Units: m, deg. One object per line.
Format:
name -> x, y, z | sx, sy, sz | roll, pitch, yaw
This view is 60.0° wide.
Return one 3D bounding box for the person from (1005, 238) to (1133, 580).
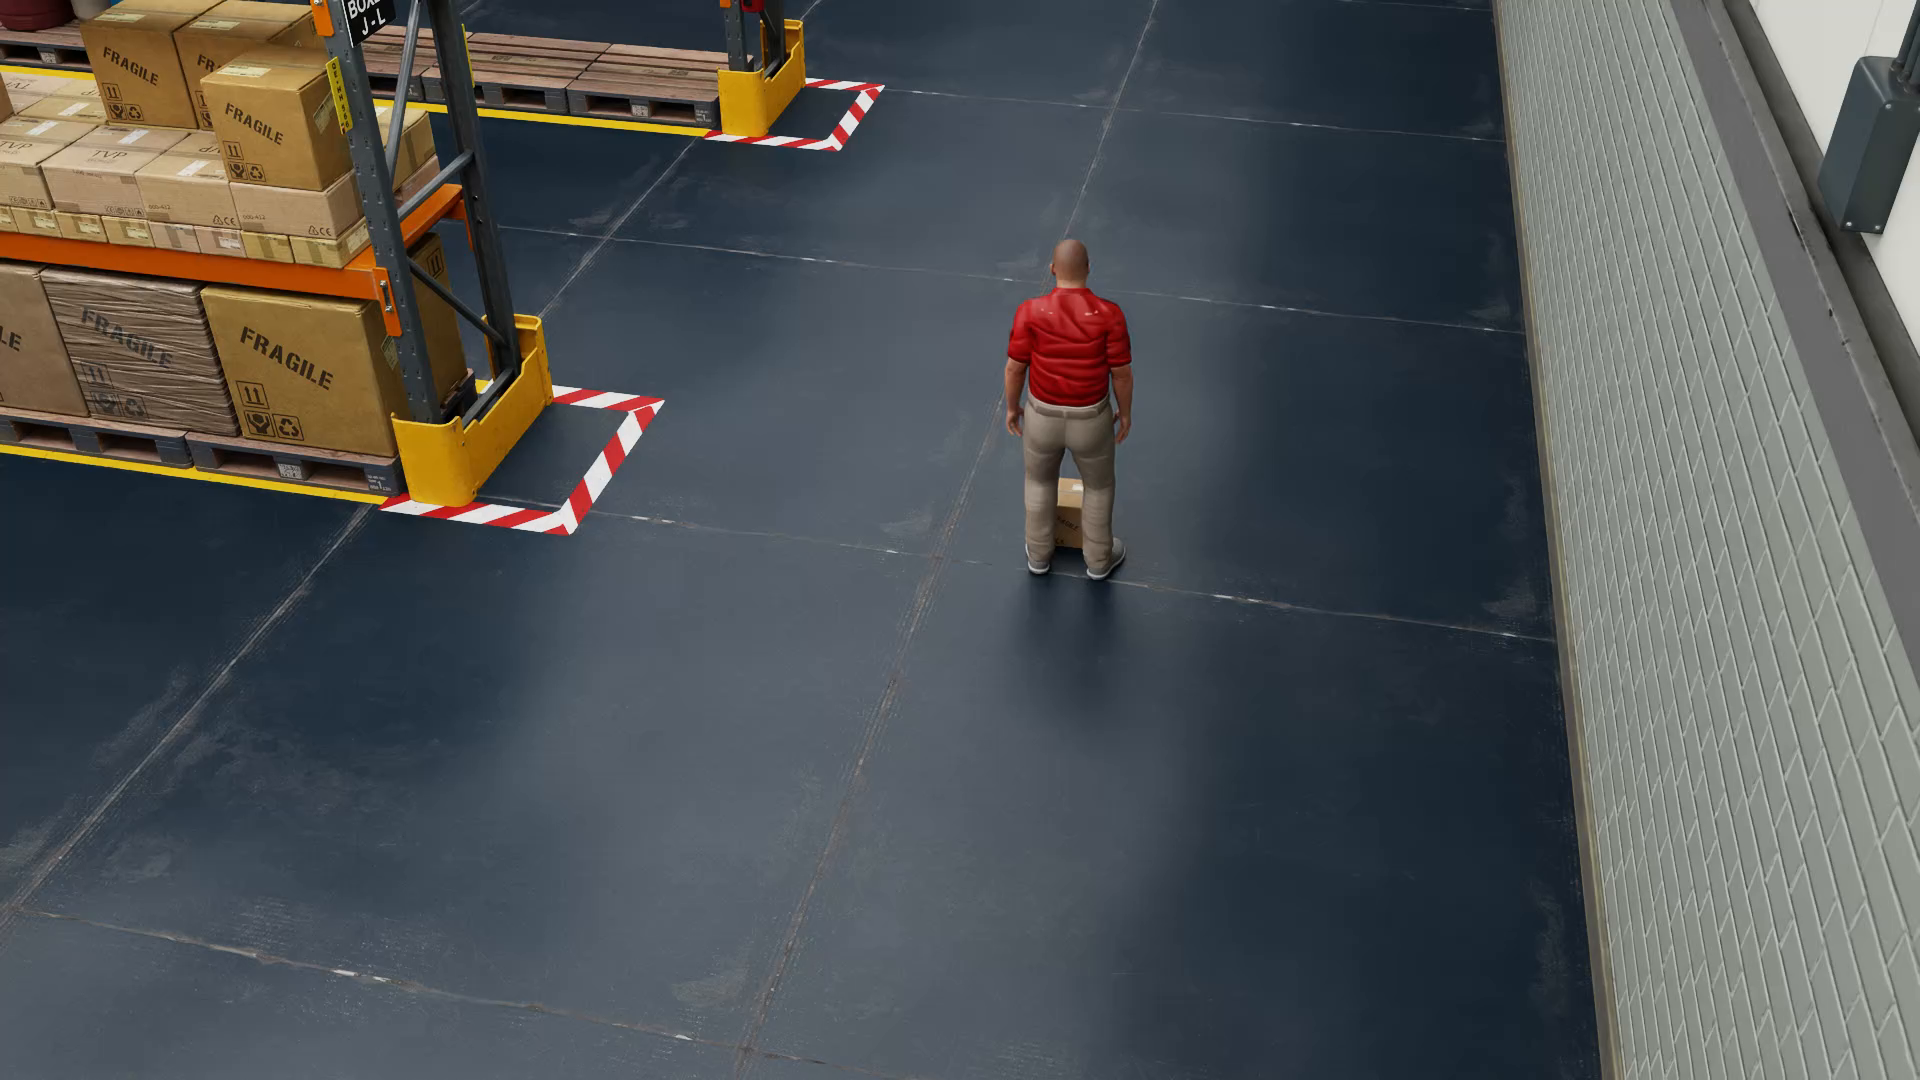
person -> 0.511, -0.584, 7.770 | 0.606, 1.726, 0.393 | 5, 37, 7
